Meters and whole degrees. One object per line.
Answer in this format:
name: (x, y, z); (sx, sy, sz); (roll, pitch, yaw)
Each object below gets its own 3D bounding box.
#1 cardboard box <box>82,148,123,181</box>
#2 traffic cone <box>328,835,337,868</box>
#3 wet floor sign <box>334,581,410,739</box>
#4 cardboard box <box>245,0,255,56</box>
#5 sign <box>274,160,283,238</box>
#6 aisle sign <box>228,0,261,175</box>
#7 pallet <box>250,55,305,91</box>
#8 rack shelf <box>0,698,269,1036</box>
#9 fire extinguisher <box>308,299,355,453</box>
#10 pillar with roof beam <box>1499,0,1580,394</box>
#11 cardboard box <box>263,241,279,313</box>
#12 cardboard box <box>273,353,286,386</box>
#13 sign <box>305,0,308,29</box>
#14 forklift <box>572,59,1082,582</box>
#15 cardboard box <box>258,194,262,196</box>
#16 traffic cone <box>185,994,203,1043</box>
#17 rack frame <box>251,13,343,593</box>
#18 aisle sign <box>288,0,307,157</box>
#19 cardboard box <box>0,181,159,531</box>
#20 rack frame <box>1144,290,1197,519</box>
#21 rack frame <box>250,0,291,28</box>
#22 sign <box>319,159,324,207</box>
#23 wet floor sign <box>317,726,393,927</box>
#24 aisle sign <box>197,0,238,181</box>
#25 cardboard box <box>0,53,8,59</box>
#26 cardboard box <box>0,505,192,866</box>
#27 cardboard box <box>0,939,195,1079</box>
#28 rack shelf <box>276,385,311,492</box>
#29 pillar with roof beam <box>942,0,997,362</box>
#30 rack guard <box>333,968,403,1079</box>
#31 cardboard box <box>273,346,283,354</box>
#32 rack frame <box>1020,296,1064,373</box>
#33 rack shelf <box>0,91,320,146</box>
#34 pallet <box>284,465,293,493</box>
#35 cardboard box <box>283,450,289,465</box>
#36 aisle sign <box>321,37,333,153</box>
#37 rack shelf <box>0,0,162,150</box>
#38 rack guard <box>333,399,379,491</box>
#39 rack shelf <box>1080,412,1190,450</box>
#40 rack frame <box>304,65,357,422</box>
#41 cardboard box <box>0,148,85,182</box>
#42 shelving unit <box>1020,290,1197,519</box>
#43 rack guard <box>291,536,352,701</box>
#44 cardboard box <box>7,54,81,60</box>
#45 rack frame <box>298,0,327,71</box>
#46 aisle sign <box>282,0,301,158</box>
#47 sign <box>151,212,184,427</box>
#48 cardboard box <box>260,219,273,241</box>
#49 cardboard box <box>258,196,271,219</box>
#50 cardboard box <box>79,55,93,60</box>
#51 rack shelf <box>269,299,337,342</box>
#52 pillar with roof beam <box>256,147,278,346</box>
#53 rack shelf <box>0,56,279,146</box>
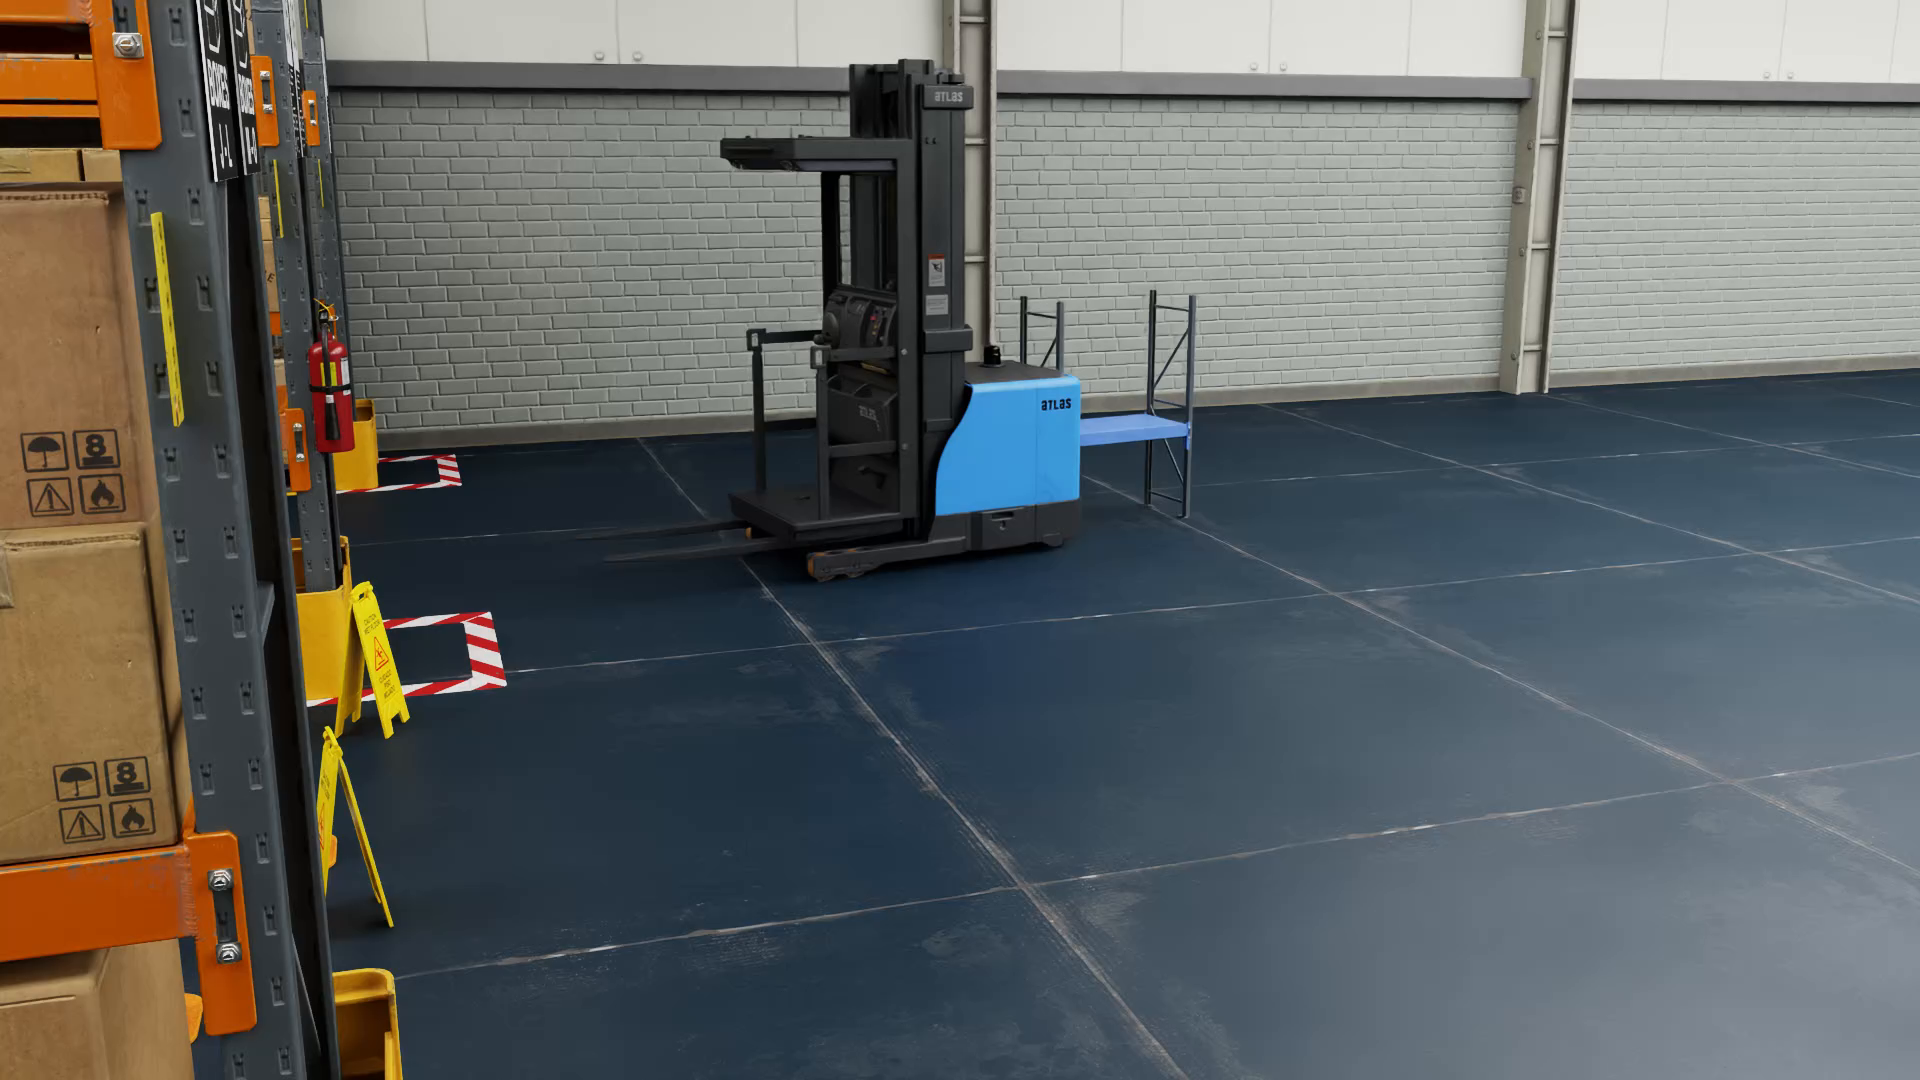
cardboard box: (-3.483, -1.458, 7.270); (0.500, 0.500, 0.700); (-5, 14, -19)
traffic cone: (-2.389, 0.904, 5.844); (0.334, 0.463, 0.336); (-4, 14, -18)
wet floor sign: (-2.547, 0.502, 7.136); (0.232, 0.644, 0.267); (0, 13, 1)
cardboard box: (-4.997, -3.627, 11.586); (0.500, 0.500, 0.500); (-4, 14, -16)
sign: (-2.911, -1.457, 7.103); (0.005, 0.325, 0.100); (-4, 14, -18)
aisle sign: (-1.423, -1.121, 3.256); (0.004, 0.787, 0.394); (-4, 14, -18)
pallet: (-5.334, -3.322, 11.834); (1.213, 0.211, 1.003); (-4, 14, -18)
rack shelf: (-3.290, 0.712, 2.721); (4.000, 0.370, 1.077); (-4, 14, -18)
fire extinguisher: (-2.813, -0.733, 7.411); (0.183, 0.674, 0.296); (-4, 14, -18)
pillar with roof beam: (7.144, -4.958, 12.042); (0.400, 9.000, 9.100); (-4, 14, -18)
cardboard box: (-5.038, -1.907, 11.960); (0.500, 0.500, 0.500); (-5, 14, -19)
cardboard box: (-4.992, -1.203, 12.090); (0.500, 0.250, 0.500); (-4, 14, -16)
sign: (-4.496, -3.683, 11.422); (0.005, 0.325, 0.100); (-4, 14, -18)
forklift: (-0.783, -1.324, 9.877); (3.031, 2.935, 1.130); (-7, 15, -27)
cardboard box: (-5.314, -2.477, 12.314); (0.250, 0.149, 0.380); (-4, 14, -16)
traffic cone: (-2.351, 1.177, 4.697); (0.334, 0.463, 0.336); (-4, 14, -18)
rack frame: (-3.069, -0.864, 7.791); (0.127, 3.000, 1.000); (-4, 14, -18)
aisle sign: (-3.109, -2.201, 7.795); (0.004, 0.787, 0.394); (-4, 14, -18)
cardboard box: (-1.758, -0.365, 3.037); (0.550, 0.550, 0.875); (-4, 14, -18)
rack frame: (1.422, -0.925, 11.289); (0.032, 1.500, 0.500); (-7, 15, -27)
rack frame: (-3.069, -3.782, 7.097); (0.127, 3.000, 1.000); (-4, 14, -18)
sign: (-4.496, -2.510, 11.701); (0.005, 0.325, 0.100); (-4, 14, -18)
wet floor sign: (-1.998, 0.924, 5.366); (0.232, 0.644, 0.267); (-7, 15, -28)
aisle sign: (-1.231, -0.990, 2.703); (0.004, 0.787, 0.394); (-4, 14, -18)
cardboard box: (-4.067, -2.071, 6.929); (0.250, 0.149, 0.380); (-4, 14, -18)
cardboard box: (-1.732, 0.179, 3.084); (0.550, 0.550, 0.875); (-4, 14, -18)
cardboard box: (-2.016, 1.109, 3.184); (0.875, 0.875, 0.875); (-4, 14, -18)
rack shelf: (-4.964, -0.366, 7.254); (4.000, 0.370, 1.077); (-4, 14, -18)
pillar with roof beam: (1.457, -4.515, 10.180); (0.400, 9.000, 9.100); (-4, 14, -18)
rack guard: (-1.372, 1.429, 3.555); (0.348, 0.500, 1.175); (-4, 14, -18)
cardboard box: (-5.171, -1.311, 12.546); (0.500, 0.250, 0.500); (-5, 14, -19)
rack frame: (0.525, -0.814, 10.824); (0.032, 1.500, 0.500); (-7, 15, -27)
rack shelf: (-6.551, -2.914, 11.482); (4.000, 0.370, 1.077); (-4, 14, -18)
pallet: (-5.367, -0.530, 12.414); (1.213, 0.211, 1.003); (-4, 14, -18)
cardboard box: (-5.000, -0.715, 12.199); (0.500, 0.250, 0.500); (-4, 14, -18)
aisle sign: (-4.500, -3.157, 11.816); (0.004, 0.787, 0.394); (-4, 14, -18)
rack shelf: (-3.290, -0.747, 2.374); (4.000, 0.370, 1.077); (-4, 14, -18)
rack guard: (-4.633, -0.738, 12.664); (0.348, 0.500, 1.175); (-4, 14, -18)
rack shelf: (0.973, -0.694, 11.098); (1.000, 0.185, 0.538); (-7, 15, -27)
rack frame: (-4.655, -1.952, 12.367); (0.127, 3.000, 1.000); (-4, 14, -18)
cardboard box: (-3.965, -1.422, 7.120); (0.500, 0.500, 0.700); (-4, 14, -18)
shelving unit: (0.973, -0.869, 11.056); (1.048, 1.500, 0.538); (-7, 15, -27)
rack guard: (-3.141, 0.358, 8.057); (0.348, 0.500, 1.175); (-4, 14, -18)
cardboard box: (-3.806, -2.075, 6.946); (0.250, 0.149, 0.380); (-4, 14, -16)
rack frame: (-4.655, -4.871, 11.673); (0.127, 3.000, 1.000); (-4, 14, -18)
aisle sign: (-2.918, -2.069, 7.242); (0.004, 0.787, 0.394); (-4, 14, -18)
sign: (-1.234, -0.344, 2.592); (0.005, 0.325, 0.100); (-4, 14, -18)
cardboard box: (-4.895, -2.229, 11.914); (0.250, 0.149, 0.380); (-4, 14, -17)
cardboard box: (-4.928, -2.388, 11.940); (0.250, 0.149, 0.380); (-4, 14, -18)
cardboard box: (-3.543, -2.087, 6.997); (0.250, 0.149, 0.380); (-4, 14, -18)
rack shelf: (-6.551, -1.454, 11.830); (4.000, 0.370, 1.077); (-4, 14, -18)
pillar with roof beam: (-4.230, -4.073, 8.318); (0.400, 9.000, 9.100); (-4, 14, -18)
rack shelf: (-4.964, -1.825, 6.907); (4.000, 0.370, 1.077); (-4, 14, -18)
